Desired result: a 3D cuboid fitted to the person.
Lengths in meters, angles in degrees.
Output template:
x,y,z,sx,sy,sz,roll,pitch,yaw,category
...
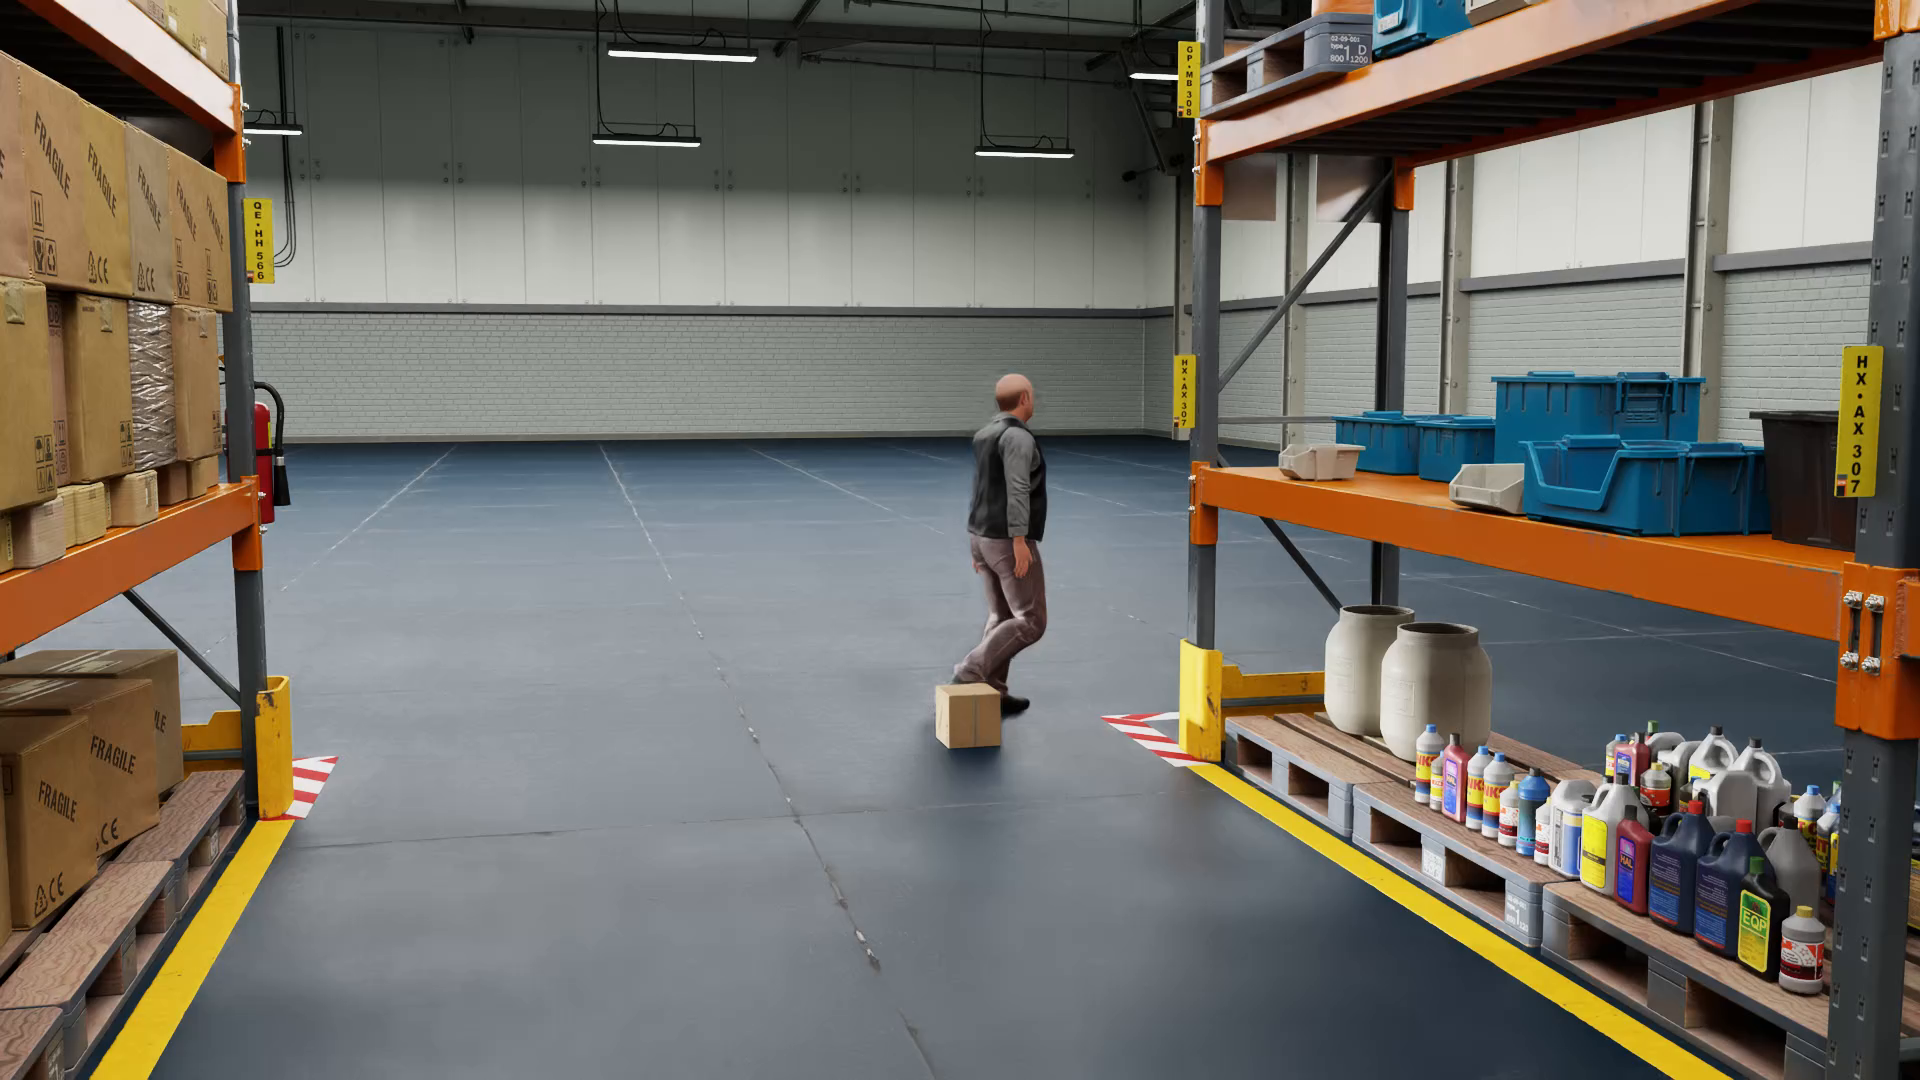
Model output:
x,y,z,sx,sy,sz,roll,pitch,yaw,category
0.163,0.029,8.313,0.540,1.712,0.609,-2,6,-20,person
